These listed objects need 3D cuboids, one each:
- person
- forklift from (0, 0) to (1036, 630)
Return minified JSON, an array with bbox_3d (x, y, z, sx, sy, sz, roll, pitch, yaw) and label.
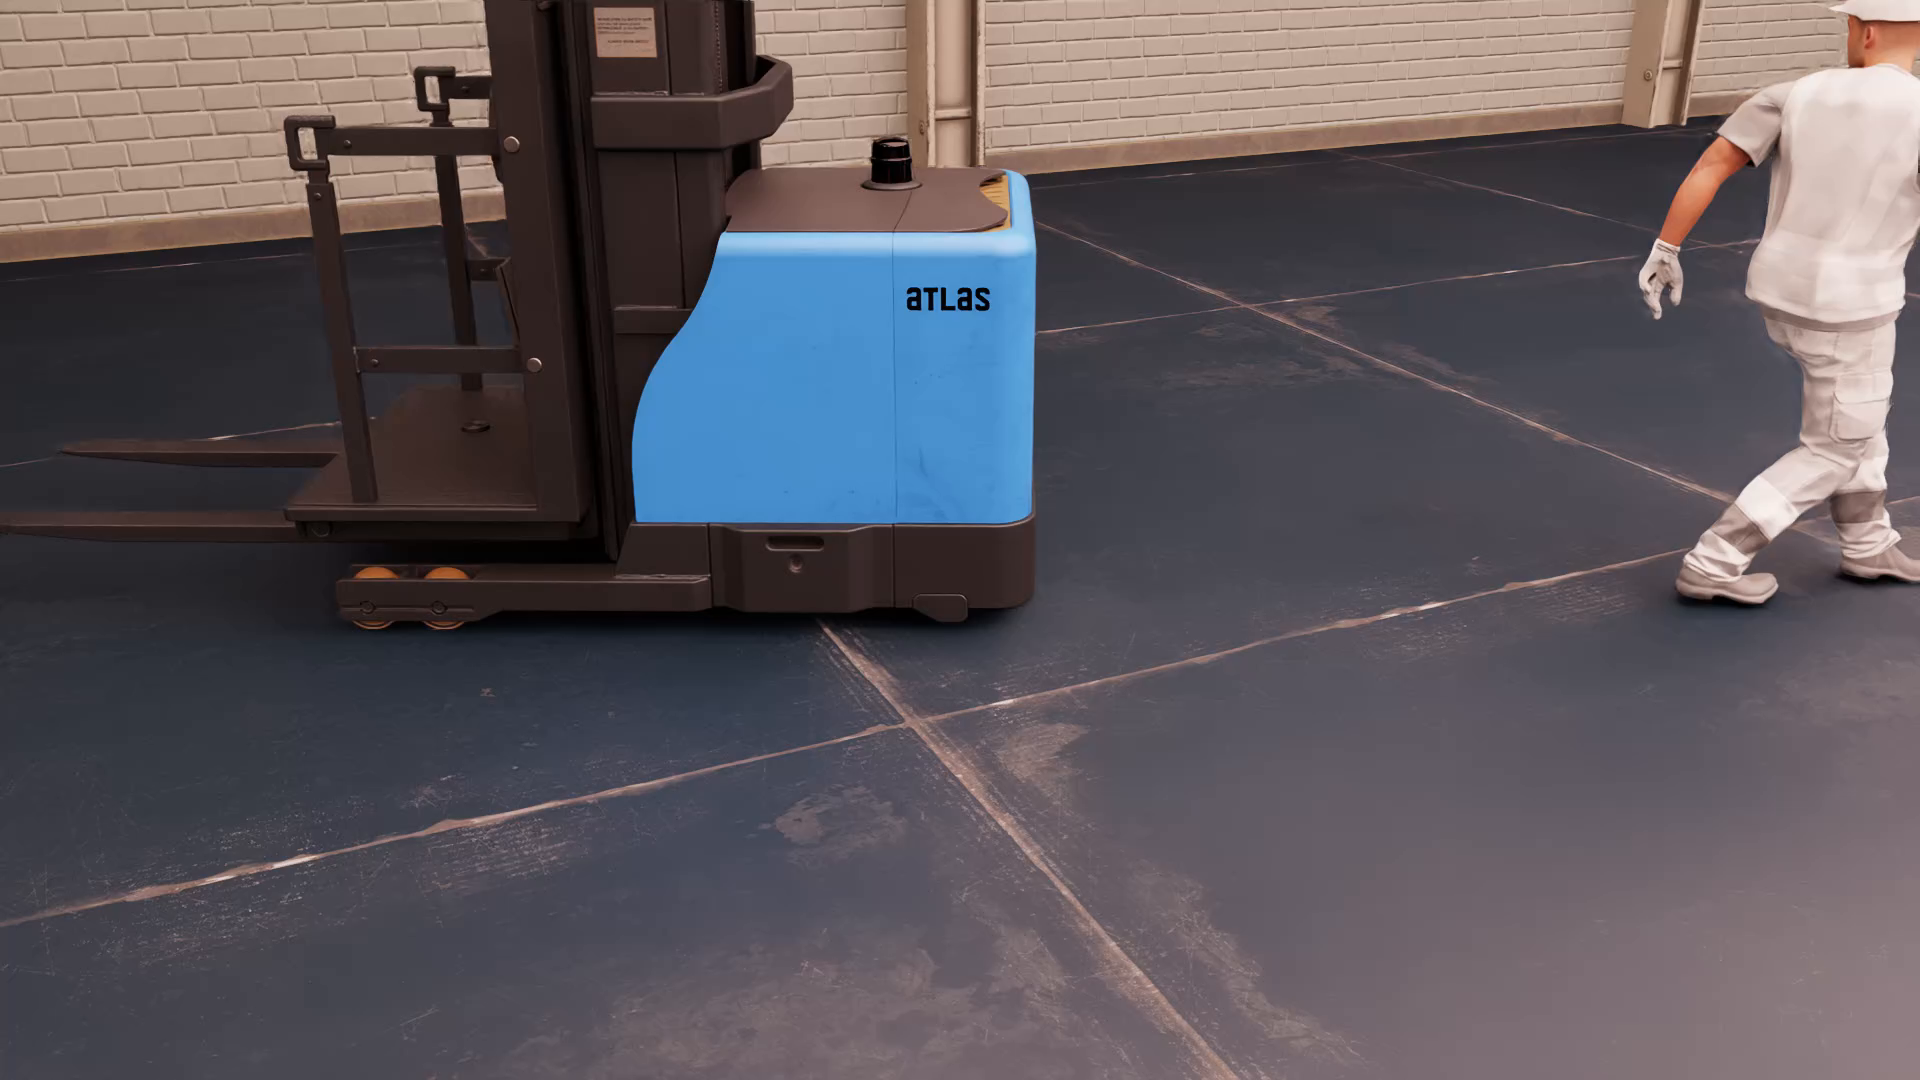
[{"bbox_3d":[2.366,-0.643,4.456,0.986,1.713,0.560,-7,24,-17],"label":"person"},{"bbox_3d":[-1.304,-1.311,4.443,3.031,2.935,1.130,0,23,1],"label":"forklift"}]
